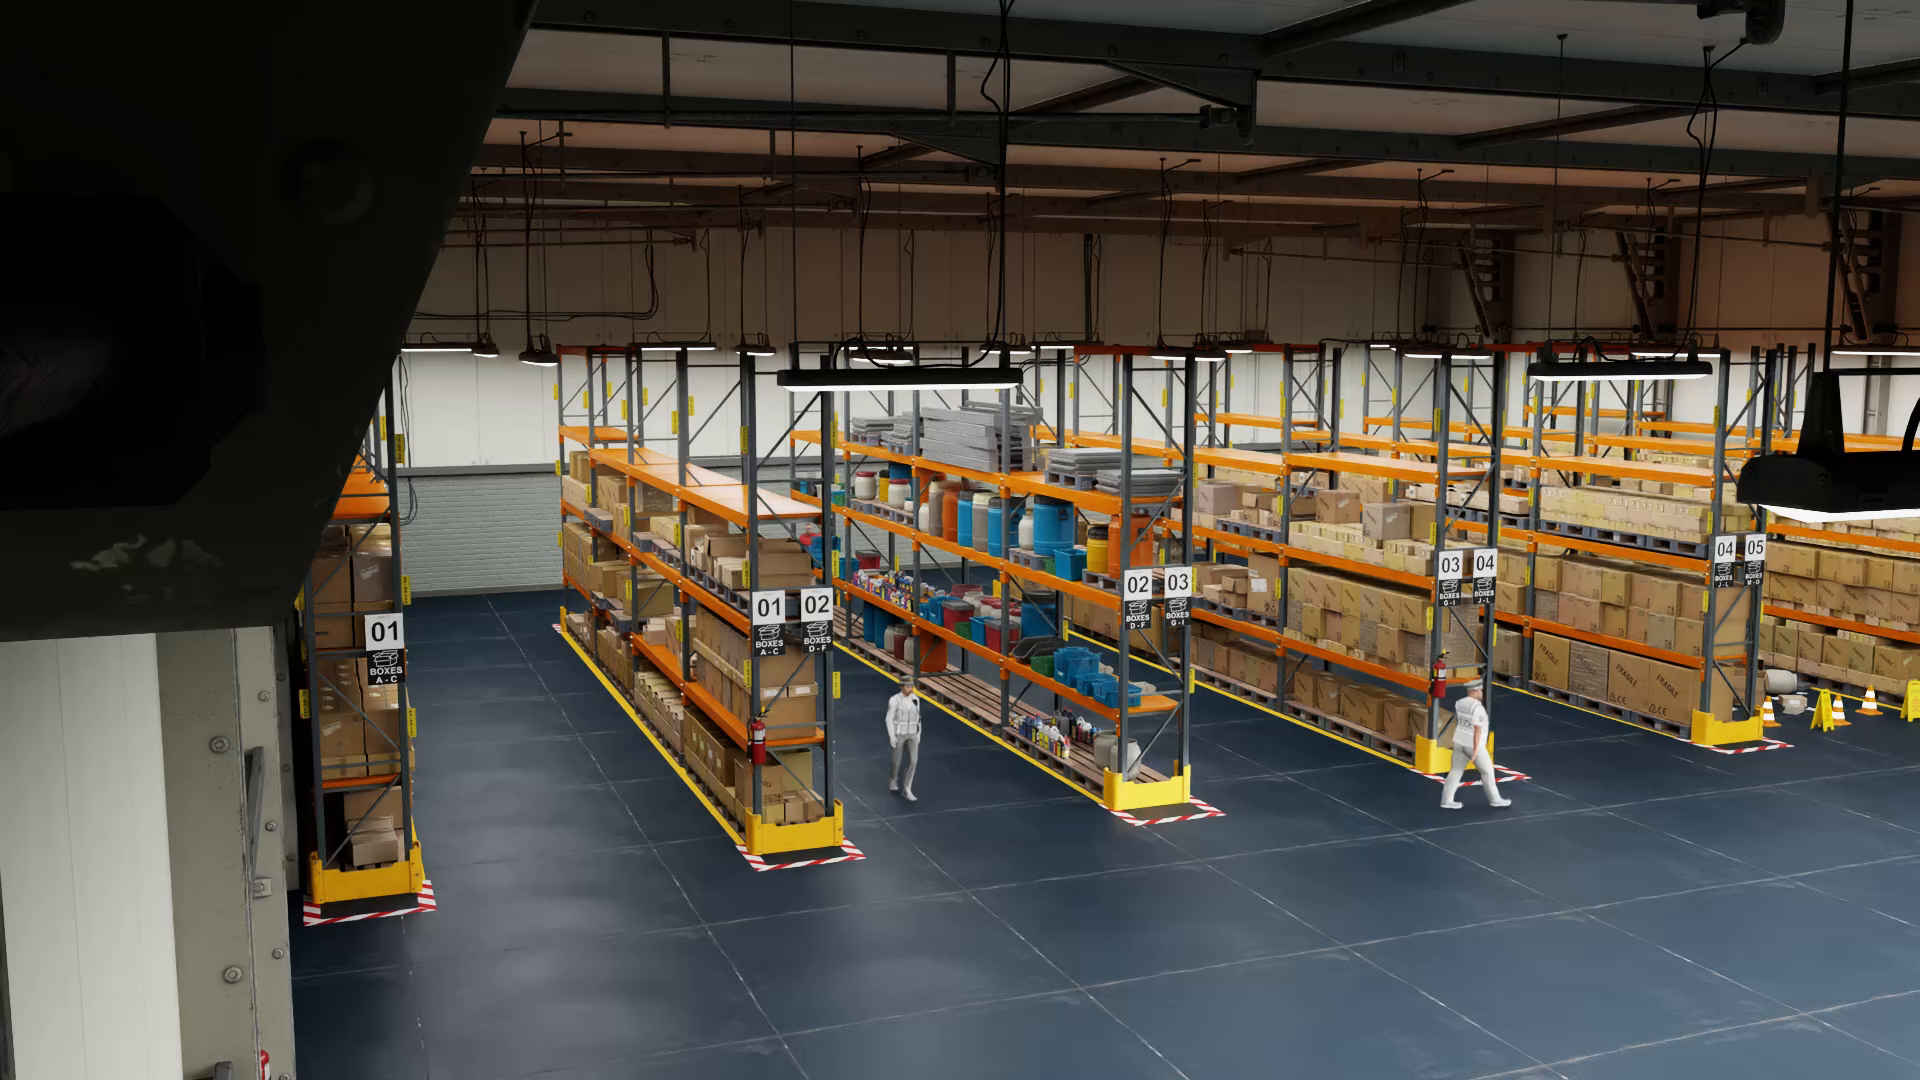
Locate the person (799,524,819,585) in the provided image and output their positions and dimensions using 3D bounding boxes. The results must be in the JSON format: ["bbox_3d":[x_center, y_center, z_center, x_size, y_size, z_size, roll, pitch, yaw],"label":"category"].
[{"bbox_3d":[-3.603,0.436,39.705,0.546,1.664,1.071,2,8,18],"label":"person"}]

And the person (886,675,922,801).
[{"bbox_3d":[-0.750,2.676,22.615,0.560,1.694,0.637,-4,8,-27],"label":"person"}]

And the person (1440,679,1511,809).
[{"bbox_3d":[6.793,2.677,21.962,0.981,1.709,0.539,-4,8,-30],"label":"person"}]
